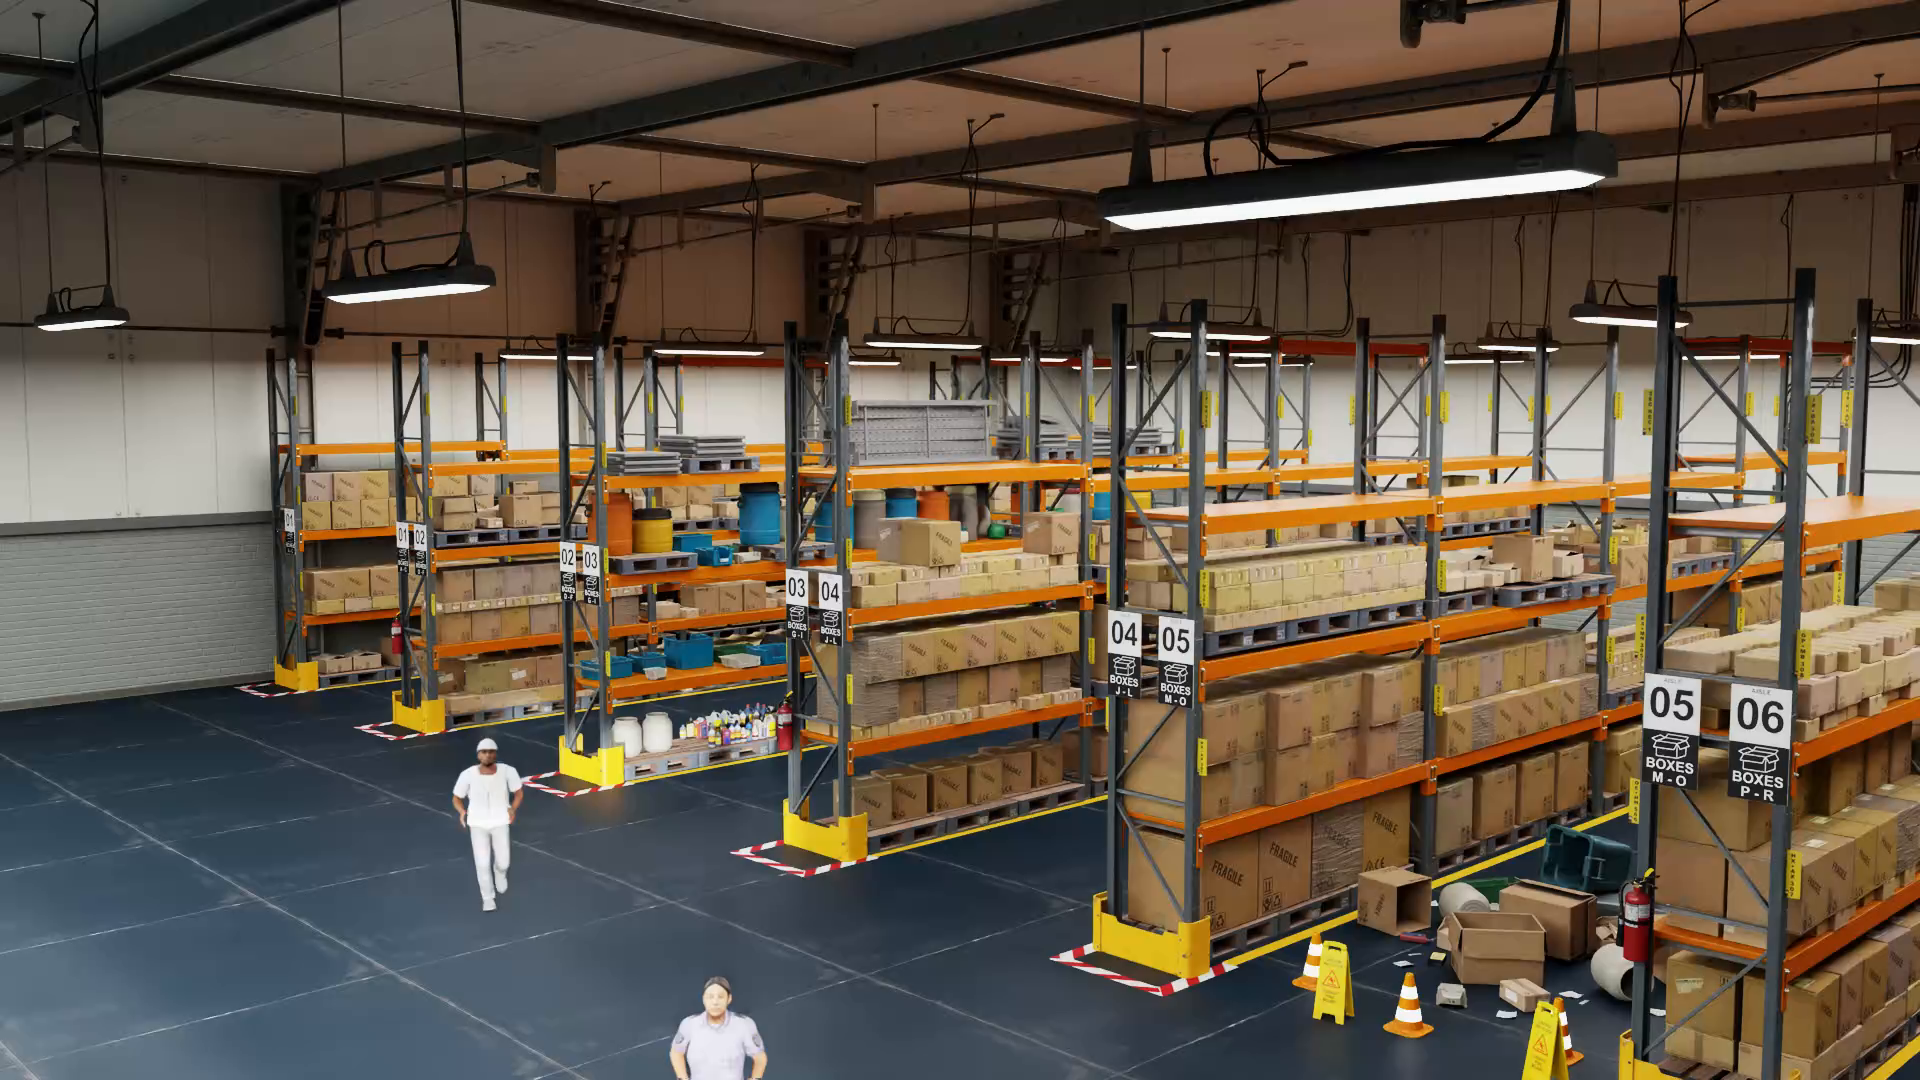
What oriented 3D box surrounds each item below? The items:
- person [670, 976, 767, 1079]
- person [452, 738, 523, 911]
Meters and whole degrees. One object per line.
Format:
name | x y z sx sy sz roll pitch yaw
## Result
person | -1.498 3.498 10.300 0.608 1.602 0.670 0 5 -2
person | -4.767 2.853 16.816 0.697 1.717 0.609 -1 5 -16
